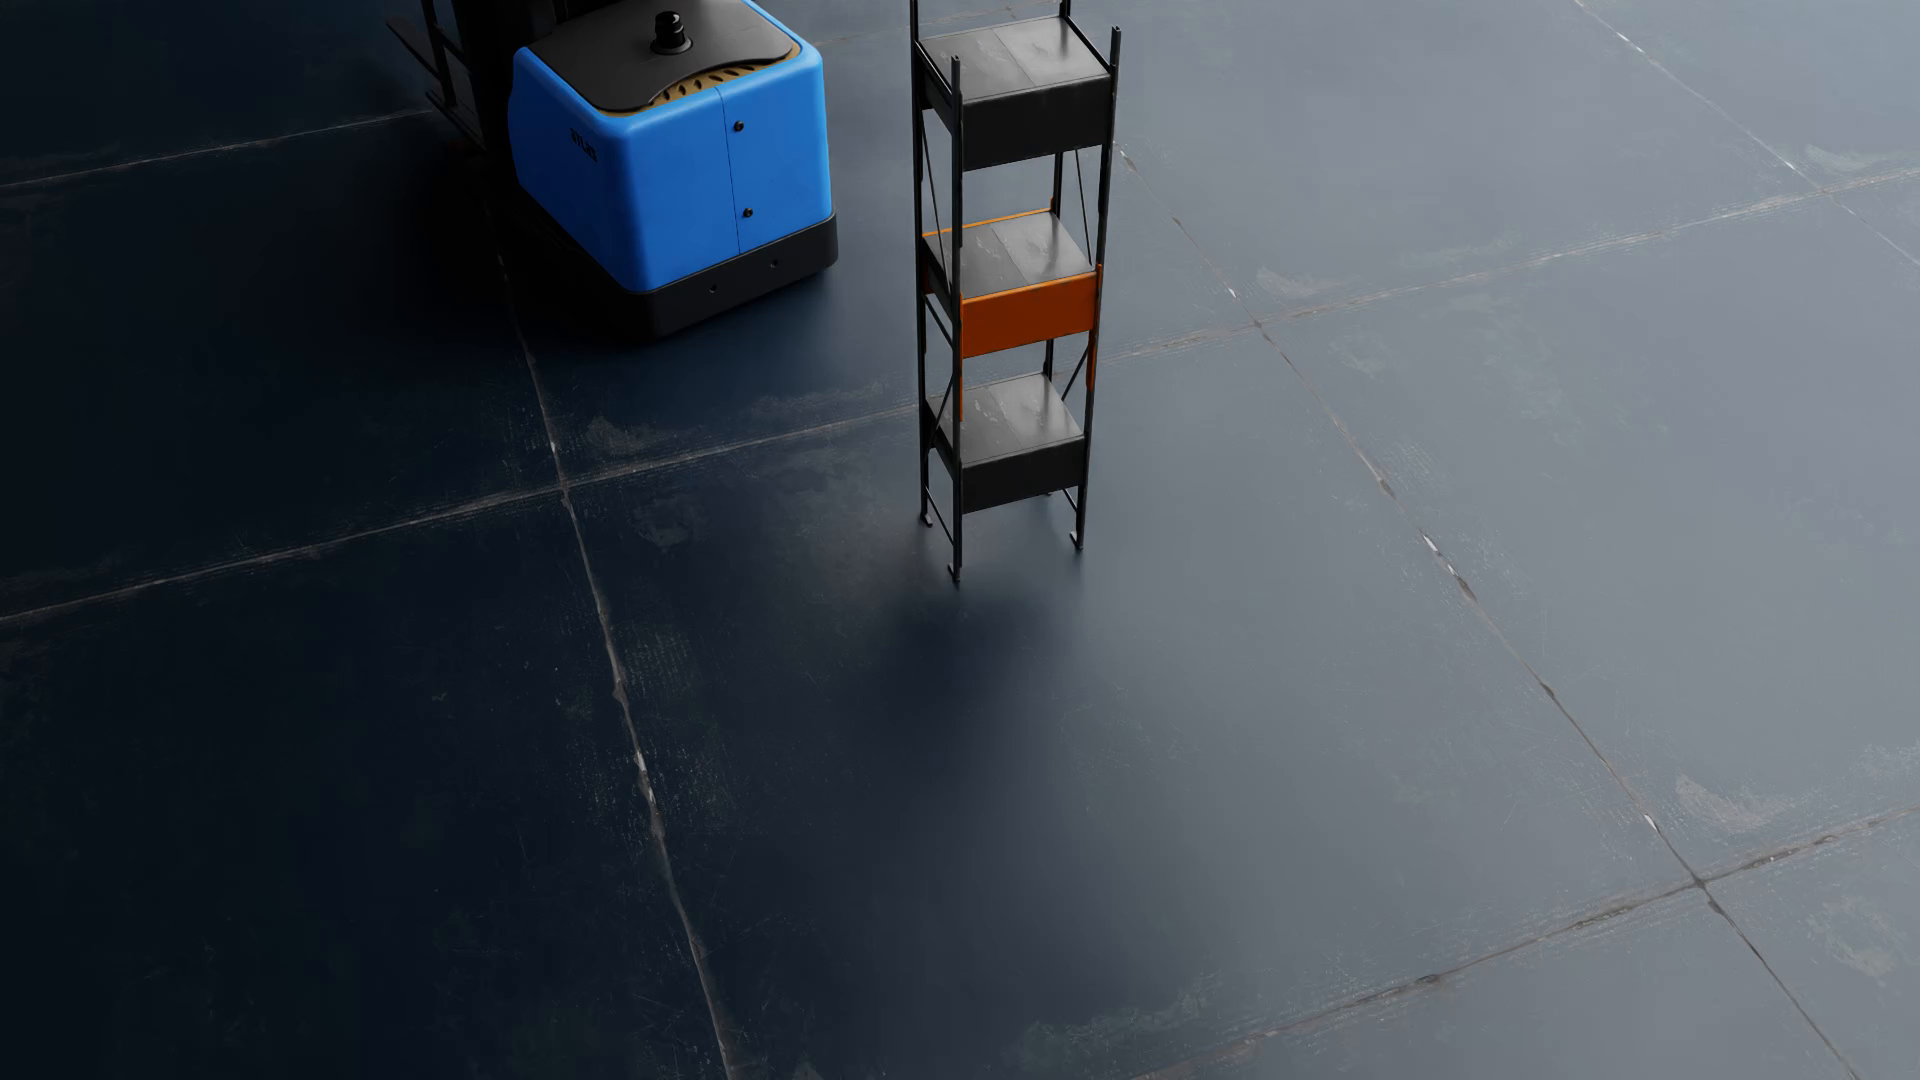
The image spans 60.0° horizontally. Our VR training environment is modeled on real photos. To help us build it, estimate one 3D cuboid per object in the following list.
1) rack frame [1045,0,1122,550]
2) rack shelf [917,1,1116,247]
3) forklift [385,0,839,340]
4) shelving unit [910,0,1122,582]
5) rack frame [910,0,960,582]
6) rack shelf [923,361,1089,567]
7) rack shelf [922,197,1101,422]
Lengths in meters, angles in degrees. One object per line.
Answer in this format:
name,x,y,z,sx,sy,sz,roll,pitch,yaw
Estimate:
rack frame,0.385,-0.840,5.604,0.015,2.100,0.400,-14,47,-14
rack shelf,0.156,-1.266,5.060,0.480,0.518,0.431,-14,47,-14
forklift,-1.820,-2.875,7.046,1.130,2.935,3.031,-28,51,-25
shelving unit,0.156,-0.781,5.546,0.503,2.100,0.431,-14,47,-14
rack frame,-0.074,-0.722,5.487,0.015,2.100,0.400,-14,47,-14
rack shelf,0.156,-0.277,6.051,0.480,0.518,0.431,-14,47,-14
rack shelf,0.156,-0.771,5.556,0.480,0.518,0.431,-14,47,-14
